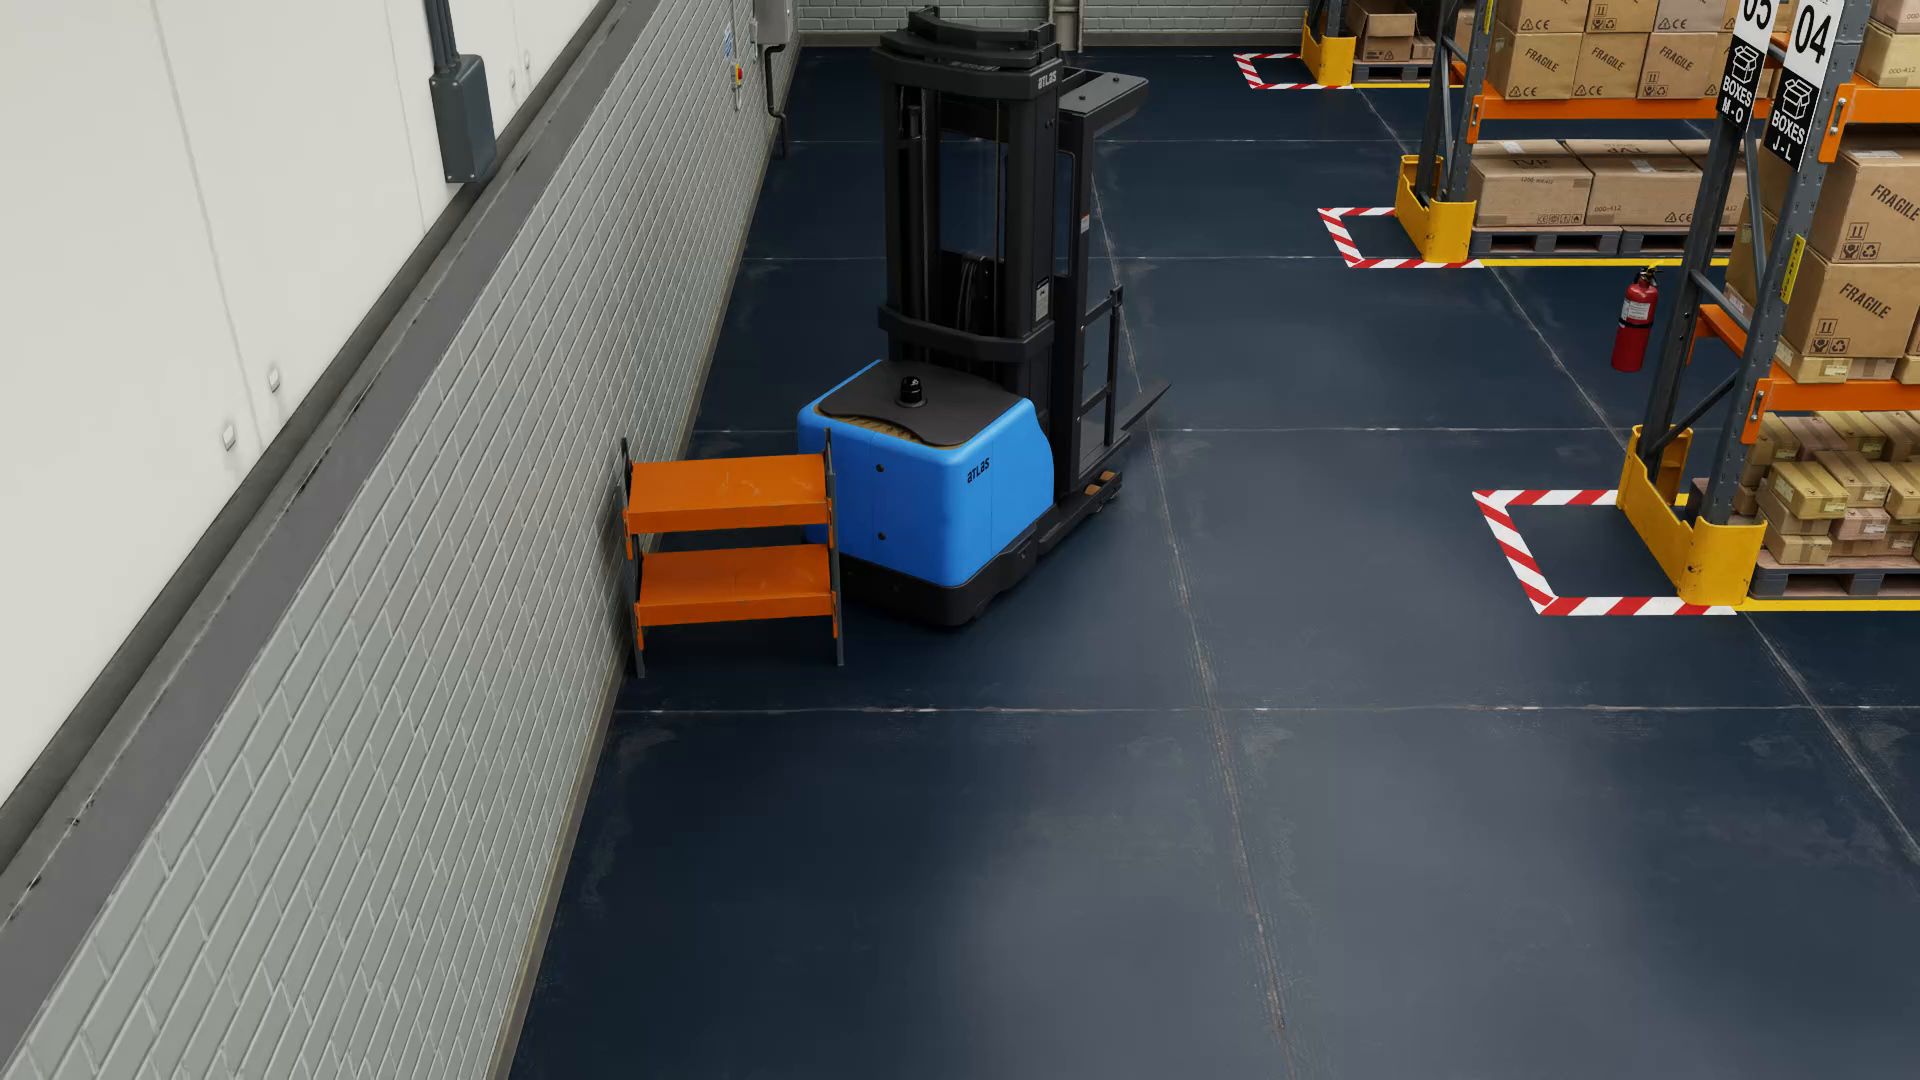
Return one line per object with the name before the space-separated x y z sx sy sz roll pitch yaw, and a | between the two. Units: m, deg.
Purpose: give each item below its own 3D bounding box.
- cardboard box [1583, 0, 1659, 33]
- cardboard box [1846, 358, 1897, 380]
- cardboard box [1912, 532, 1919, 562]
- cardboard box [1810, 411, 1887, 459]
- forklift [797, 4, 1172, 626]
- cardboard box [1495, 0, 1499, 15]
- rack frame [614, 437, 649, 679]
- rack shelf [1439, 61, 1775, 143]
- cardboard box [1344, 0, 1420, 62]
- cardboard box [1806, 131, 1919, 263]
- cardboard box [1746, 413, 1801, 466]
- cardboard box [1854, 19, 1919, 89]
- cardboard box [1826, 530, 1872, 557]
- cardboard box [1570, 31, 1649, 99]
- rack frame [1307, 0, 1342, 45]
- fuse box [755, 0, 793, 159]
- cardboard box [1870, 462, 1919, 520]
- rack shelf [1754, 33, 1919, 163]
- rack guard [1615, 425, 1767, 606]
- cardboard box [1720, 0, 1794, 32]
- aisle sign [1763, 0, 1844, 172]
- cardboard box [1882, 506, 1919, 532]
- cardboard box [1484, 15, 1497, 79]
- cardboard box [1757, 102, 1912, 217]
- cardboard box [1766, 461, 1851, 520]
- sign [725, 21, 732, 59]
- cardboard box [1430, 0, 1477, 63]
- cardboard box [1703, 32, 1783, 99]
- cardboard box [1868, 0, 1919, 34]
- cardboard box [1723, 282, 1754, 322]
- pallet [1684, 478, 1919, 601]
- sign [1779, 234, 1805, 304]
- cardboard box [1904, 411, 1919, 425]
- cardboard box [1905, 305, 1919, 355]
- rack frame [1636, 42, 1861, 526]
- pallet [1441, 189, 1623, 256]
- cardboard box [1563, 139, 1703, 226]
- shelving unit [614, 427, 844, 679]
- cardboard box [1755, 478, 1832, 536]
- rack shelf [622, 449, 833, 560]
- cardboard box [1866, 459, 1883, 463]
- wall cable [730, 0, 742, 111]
cardboard box | 4.908 -4.125 12.486 0.500 0.500 0.500 -1 31 -2
cardboard box | 4.621 -0.974 8.595 0.250 0.149 0.380 1 31 1
cardboard box | 5.332 -0.016 9.118 0.250 0.149 0.380 0 31 0
cardboard box | 5.078 -0.614 9.530 0.250 0.149 0.380 -1 31 -1
forklift | 0.323 -1.529 9.334 1.130 2.935 3.031 17 35 26
cardboard box | 4.390 -4.391 12.924 0.500 0.500 0.500 1 31 1
rack frame | -1.654 0.096 8.397 0.032 1.125 0.500 -3 31 -5
rack shelf | 5.910 -3.494 13.200 4.000 0.370 1.077 0 31 0
cardboard box | 4.488 -5.435 17.708 0.637 0.503 0.797 -1 31 -2
cardboard box | 4.491 -1.689 8.185 0.500 0.500 0.500 0 31 -1
cardboard box | 4.568 -0.577 9.468 0.250 0.149 0.380 0 31 0
cardboard box | 4.491 -2.315 7.817 0.500 0.250 0.500 1 31 1
cardboard box | 4.828 -0.068 9.203 0.250 0.149 0.380 0 31 0
cardboard box | 4.897 -3.707 12.761 0.500 0.500 0.500 -1 31 -1
rack frame | 3.876 -6.370 17.247 0.127 3.000 1.000 0 31 0
fuse box | -1.596 -4.305 15.085 0.414 1.711 0.539 0 31 0
cardboard box | 5.094 -0.266 8.956 0.250 0.149 0.380 0 31 0
rack shelf | 6.041 -2.209 8.191 4.000 0.370 1.077 0 31 0
rack guard | 4.117 -0.160 9.421 0.348 0.500 1.175 0 31 0
cardboard box | 5.922 -4.133 12.498 0.500 0.500 0.500 0 31 0
aisle sign | 3.969 -2.184 7.841 0.004 0.787 0.394 0 31 0
cardboard box | 5.084 -0.203 9.139 0.250 0.149 0.380 0 31 0
cardboard box | 4.390 -3.977 13.206 0.500 0.500 0.500 0 31 0
cardboard box | 4.497 -1.956 8.625 0.500 0.500 0.500 -1 31 -1
cardboard box | 4.567 -0.269 8.960 0.250 0.149 0.380 -2 31 -3
sign | -1.790 -3.856 12.843 0.001 0.218 0.327 0 31 0
cardboard box | 5.343 -5.416 17.680 0.500 0.500 0.700 1 31 2
cardboard box | 5.907 -3.710 12.765 0.500 0.500 0.500 1 31 1
cardboard box | 4.491 -2.527 7.683 0.500 0.250 0.500 0 31 0
cardboard box | 4.365 -1.269 9.080 0.250 0.149 0.380 0 31 0
pallet | 4.929 -0.021 9.470 1.213 0.211 1.003 0 31 0
sign | 4.044 -1.317 8.083 0.005 0.325 0.100 0 31 0
cardboard box | 5.606 -0.612 9.526 0.250 0.149 0.380 1 31 2
cardboard box | 5.026 -1.271 8.459 0.500 0.500 0.500 0 31 0
rack frame | 4.041 -1.228 8.772 0.127 3.000 1.000 0 31 0
pallet | 4.709 -2.647 13.798 1.213 0.211 1.003 0 31 0
cardboard box | 5.484 -2.941 13.660 0.875 0.438 0.875 1 31 1
shelving unit | -1.149 0.067 8.445 1.048 1.125 0.538 -3 31 -5
cardboard box | 4.566 -0.185 9.109 0.250 0.149 0.380 1 31 2
rack shelf | -1.149 -0.183 8.293 1.000 0.278 0.538 -3 31 -5
cardboard box | 5.086 -0.468 9.576 0.250 0.149 0.380 -1 31 -2
wall cable | -1.729 -4.214 12.683 0.123 1.953 0.585 0 31 0
